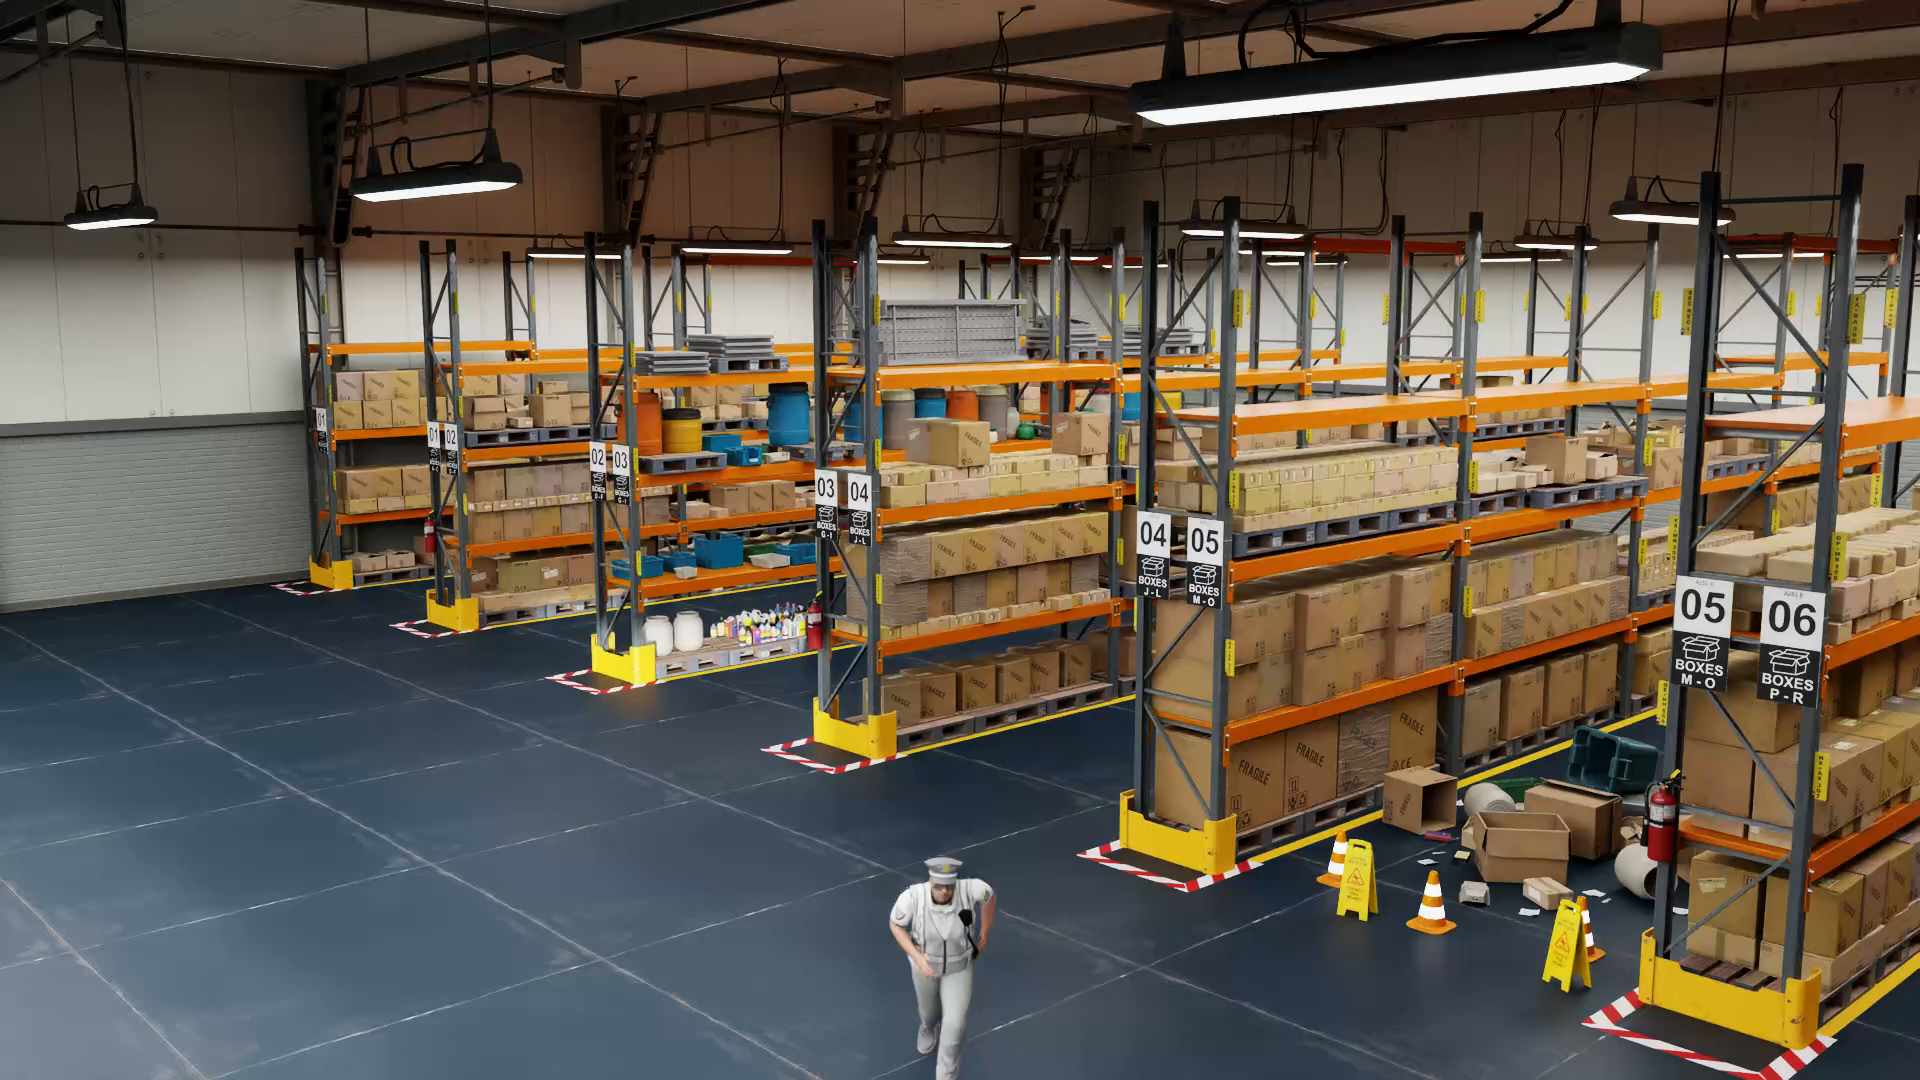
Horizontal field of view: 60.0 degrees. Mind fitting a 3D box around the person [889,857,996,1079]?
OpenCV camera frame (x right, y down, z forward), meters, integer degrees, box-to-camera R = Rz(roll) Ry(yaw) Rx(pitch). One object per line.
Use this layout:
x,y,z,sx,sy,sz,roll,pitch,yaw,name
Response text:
-0.125,2.785,10.912,0.702,1.717,1.023,-1,8,-7,person
